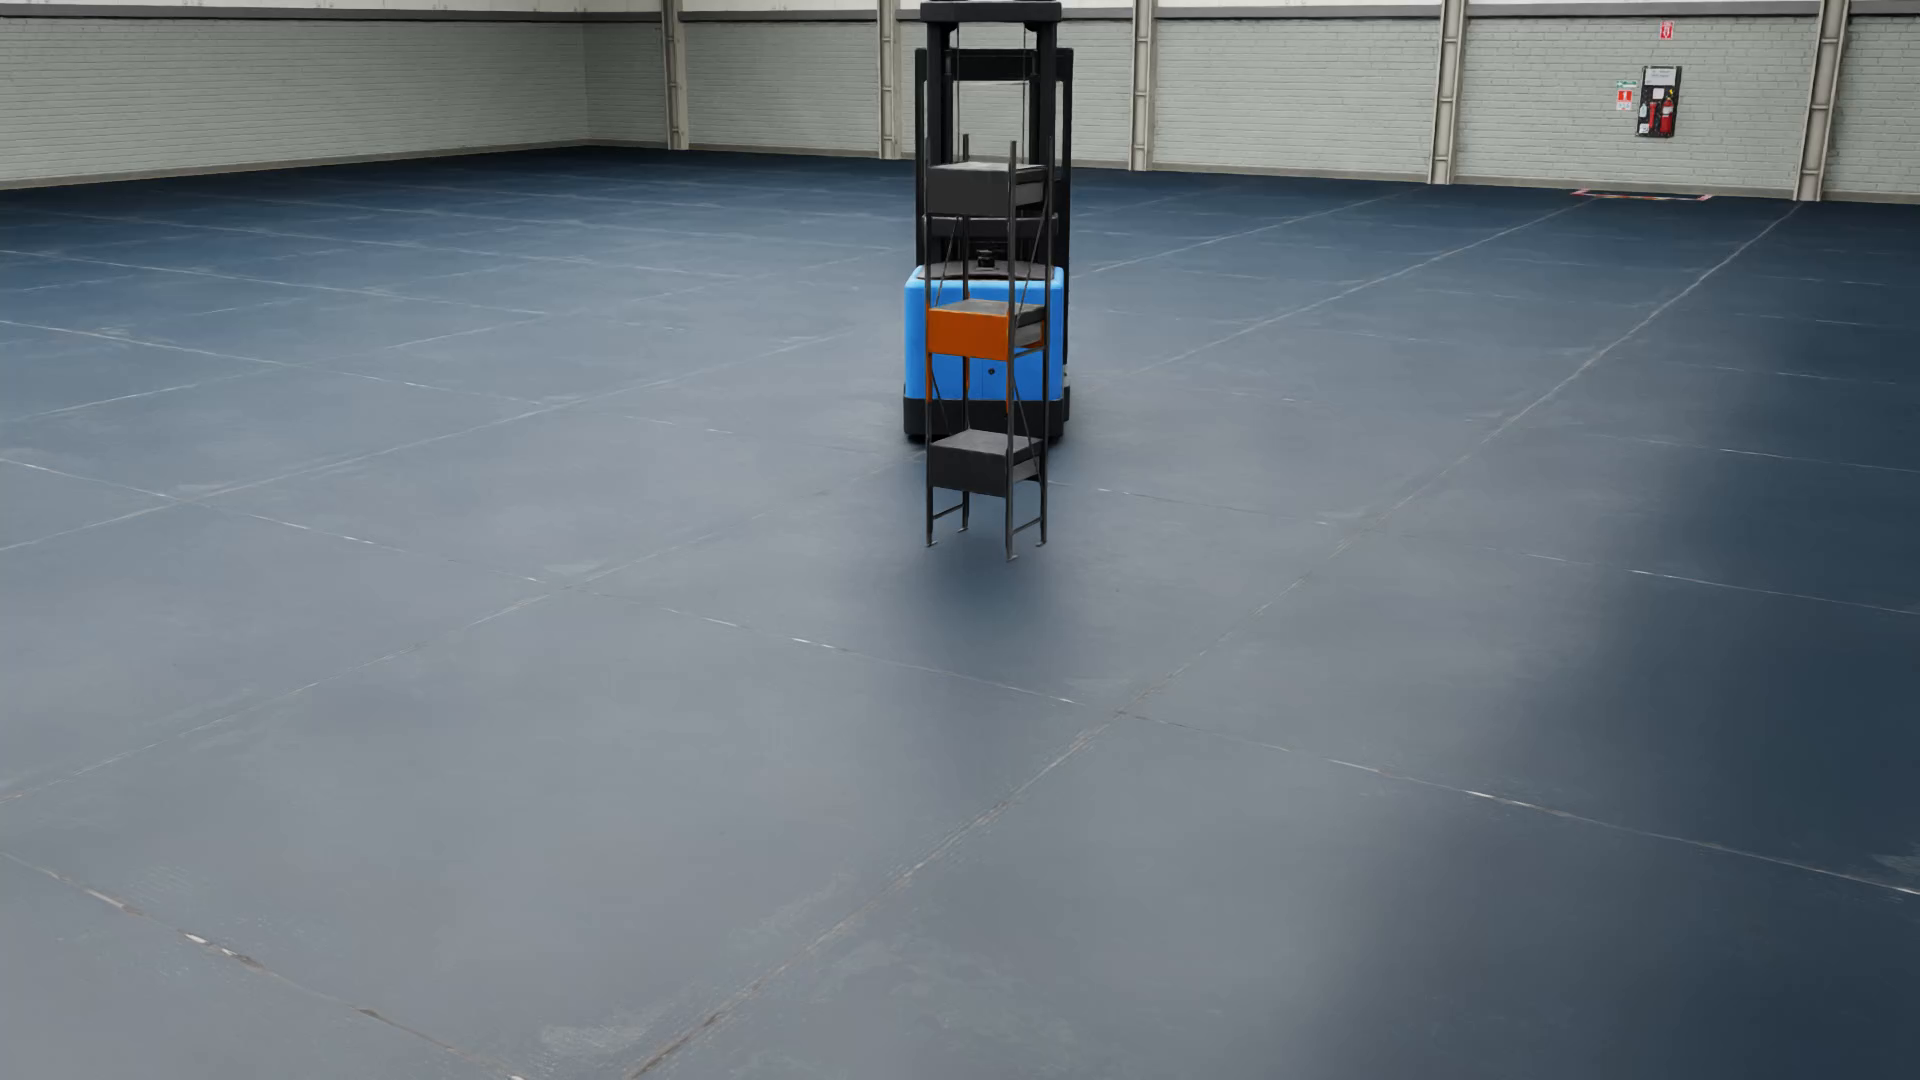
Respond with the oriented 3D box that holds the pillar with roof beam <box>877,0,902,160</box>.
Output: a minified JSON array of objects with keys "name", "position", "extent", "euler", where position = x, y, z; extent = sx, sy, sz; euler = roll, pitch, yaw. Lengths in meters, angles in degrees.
[{"name":"pillar with roof beam","position":[-3.764,-11.527,31.345],"extent":[0.400,9.000,9.100],"euler":[10,20,30]}]

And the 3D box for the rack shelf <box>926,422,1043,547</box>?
[{"name":"rack shelf","position":[0.141,-0.297,8.701],"extent":[0.480,0.518,0.431],"euler":[10,20,30]}]

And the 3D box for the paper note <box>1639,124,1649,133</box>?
[{"name":"paper note","position":[11.626,-6.992,28.255],"extent":[0.142,0.148,0.016],"euler":[10,20,30]}]

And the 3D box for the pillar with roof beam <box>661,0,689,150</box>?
[{"name":"pillar with roof beam","position":[-8.877,-12.439,34.349],"extent":[0.400,9.000,9.100],"euler":[10,20,30]}]

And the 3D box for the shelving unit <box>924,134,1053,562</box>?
[{"name":"shelving unit","position":[0.141,-0.979,8.493],"extent":[0.503,2.100,0.431],"euler":[10,20,30]}]

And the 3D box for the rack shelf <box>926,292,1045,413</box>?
[{"name":"rack shelf","position":[0.141,-0.966,8.497],"extent":[0.480,0.518,0.431],"euler":[10,20,30]}]

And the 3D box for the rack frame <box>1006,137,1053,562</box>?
[{"name":"rack frame","position":[0.349,-0.942,8.371],"extent":[0.015,2.100,0.400],"euler":[10,20,30]}]

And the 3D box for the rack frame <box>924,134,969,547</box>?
[{"name":"rack frame","position":[-0.067,-1.017,8.615],"extent":[0.015,2.100,0.400],"euler":[10,20,30]}]

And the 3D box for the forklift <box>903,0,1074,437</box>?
[{"name":"forklift","position":[0.249,-2.455,11.921],"extent":[1.130,2.935,3.031],"euler":[1,17,4]}]

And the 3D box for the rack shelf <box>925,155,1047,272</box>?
[{"name":"rack shelf","position":[0.141,-1.636,8.294],"extent":[0.480,0.518,0.431],"euler":[10,20,30]}]

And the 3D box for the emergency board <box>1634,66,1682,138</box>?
[{"name":"emergency board","position":[11.741,-7.370,27.982],"extent":[0.643,1.169,0.194],"euler":[10,20,30]}]

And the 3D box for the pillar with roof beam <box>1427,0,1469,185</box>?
[{"name":"pillar with roof beam","position":[6.461,-9.701,25.336],"extent":[0.400,9.000,9.100],"euler":[10,20,30]}]

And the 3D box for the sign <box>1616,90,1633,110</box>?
[{"name":"sign","position":[11.324,-7.496,28.338],"extent":[0.234,0.329,0.001],"euler":[10,20,30]}]

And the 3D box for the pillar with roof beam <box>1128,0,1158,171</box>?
[{"name":"pillar with roof beam","position":[1.348,-10.614,28.340],"extent":[0.400,9.000,9.100],"euler":[10,20,30]}]

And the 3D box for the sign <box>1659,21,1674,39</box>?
[{"name":"sign","position":[11.786,-8.505,27.730],"extent":[0.199,0.298,0.001],"euler":[10,20,30]}]

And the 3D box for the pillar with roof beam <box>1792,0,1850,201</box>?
[{"name":"pillar with roof beam","position":[11.574,-8.789,22.332],"extent":[0.400,9.000,9.100],"euler":[10,20,30]}]

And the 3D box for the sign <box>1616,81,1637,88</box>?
[{"name":"sign","position":[11.323,-7.747,28.251],"extent":[0.331,0.109,0.001],"euler":[10,20,30]}]
